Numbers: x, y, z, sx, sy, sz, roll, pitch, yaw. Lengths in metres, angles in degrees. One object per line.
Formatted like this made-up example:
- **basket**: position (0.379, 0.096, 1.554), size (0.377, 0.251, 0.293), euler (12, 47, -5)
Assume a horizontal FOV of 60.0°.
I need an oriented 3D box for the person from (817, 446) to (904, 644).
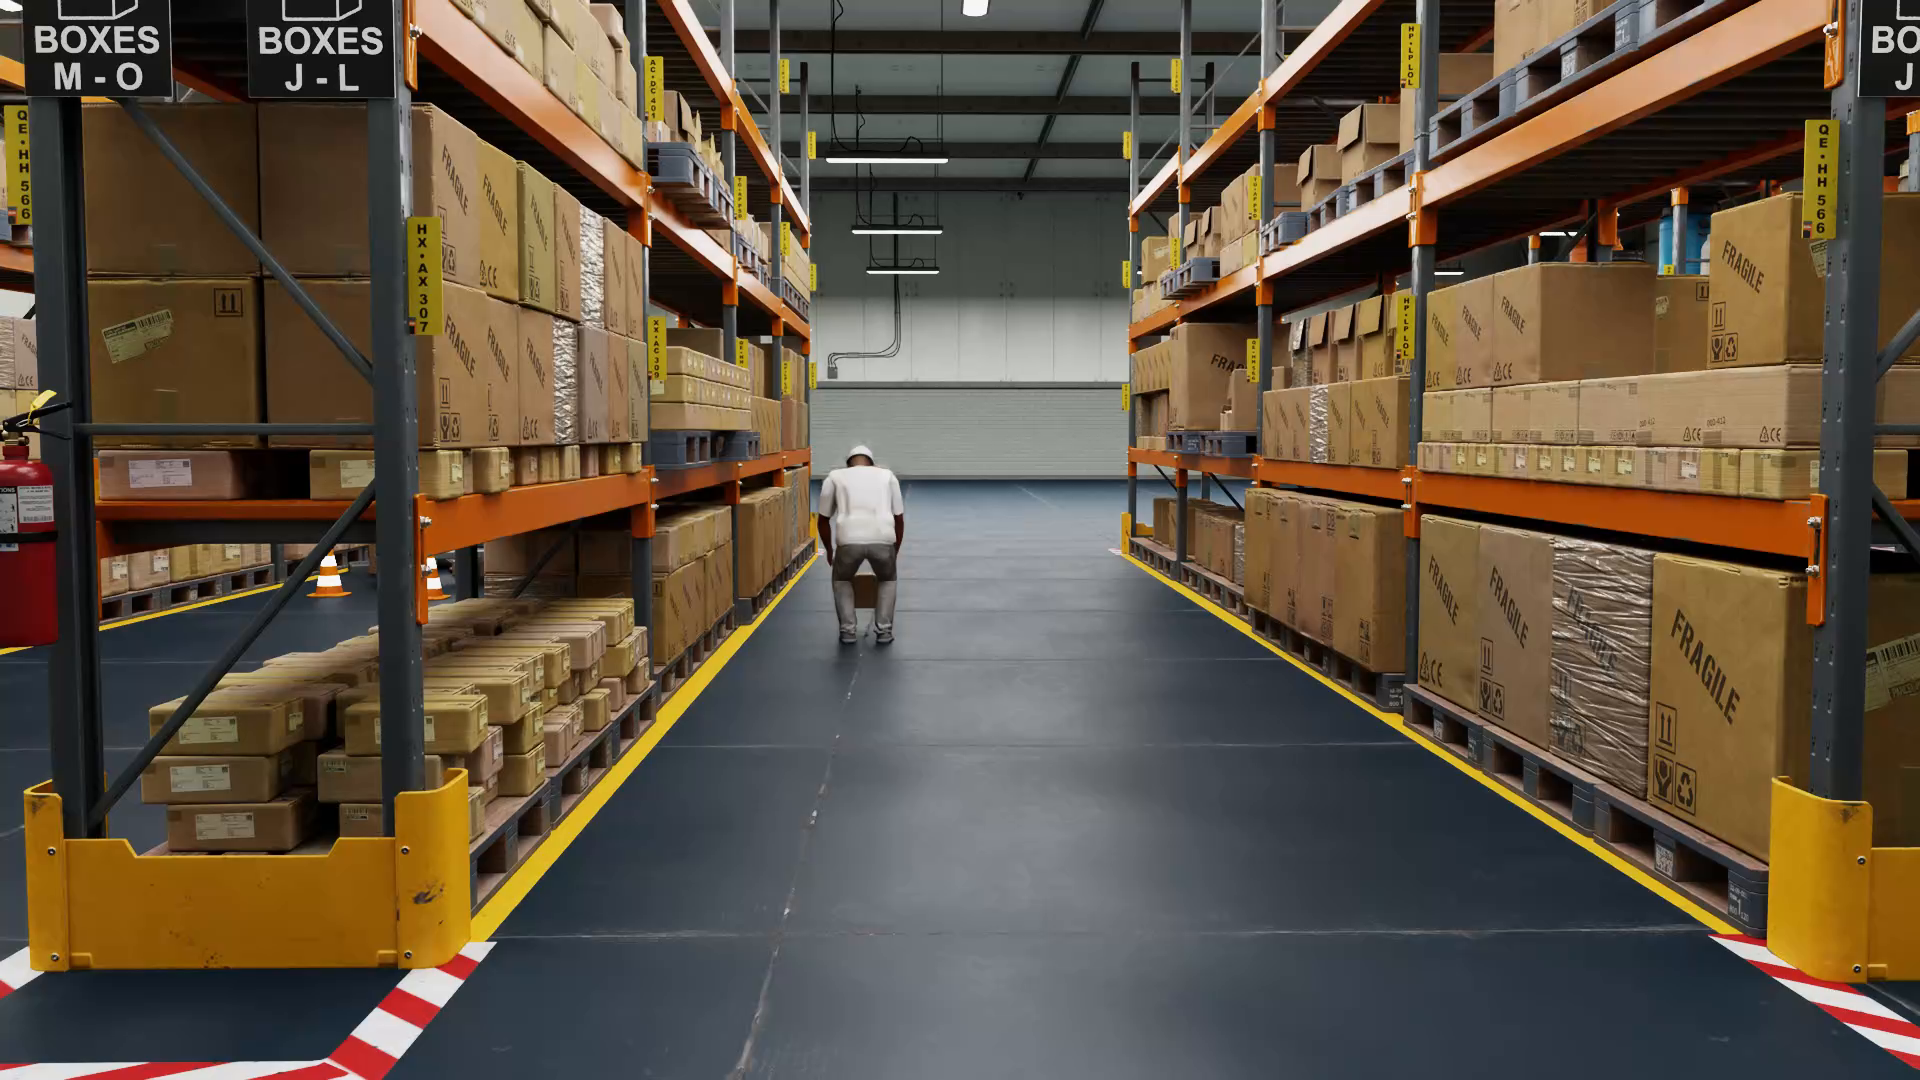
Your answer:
- **person**: position (-0.717, 0.025, 11.976), size (0.632, 1.405, 0.762), euler (0, 4, -2)
